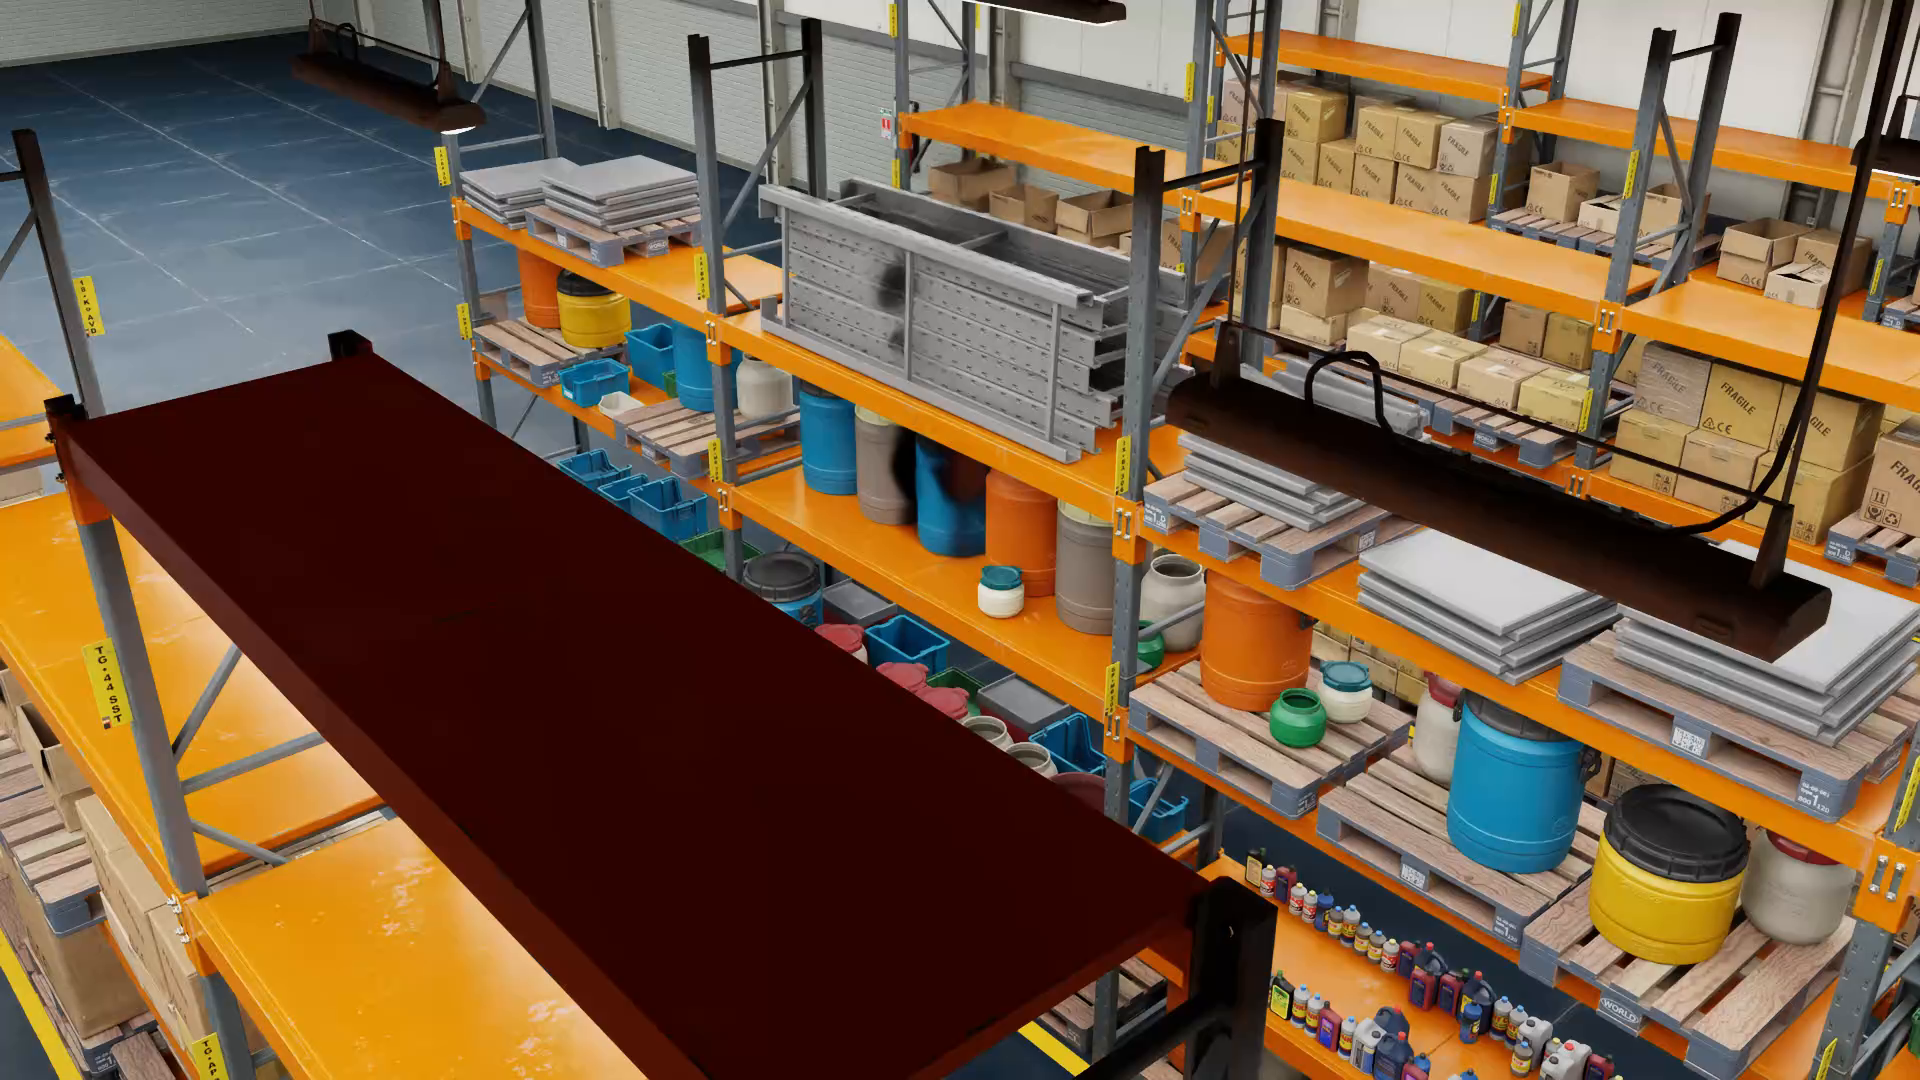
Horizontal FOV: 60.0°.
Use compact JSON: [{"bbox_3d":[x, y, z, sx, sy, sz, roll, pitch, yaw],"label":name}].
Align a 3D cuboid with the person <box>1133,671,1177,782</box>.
[{"bbox_3d":[1.416,1.314,13.217,0.549,1.623,0.608,18,32,32],"label":"person"}]
